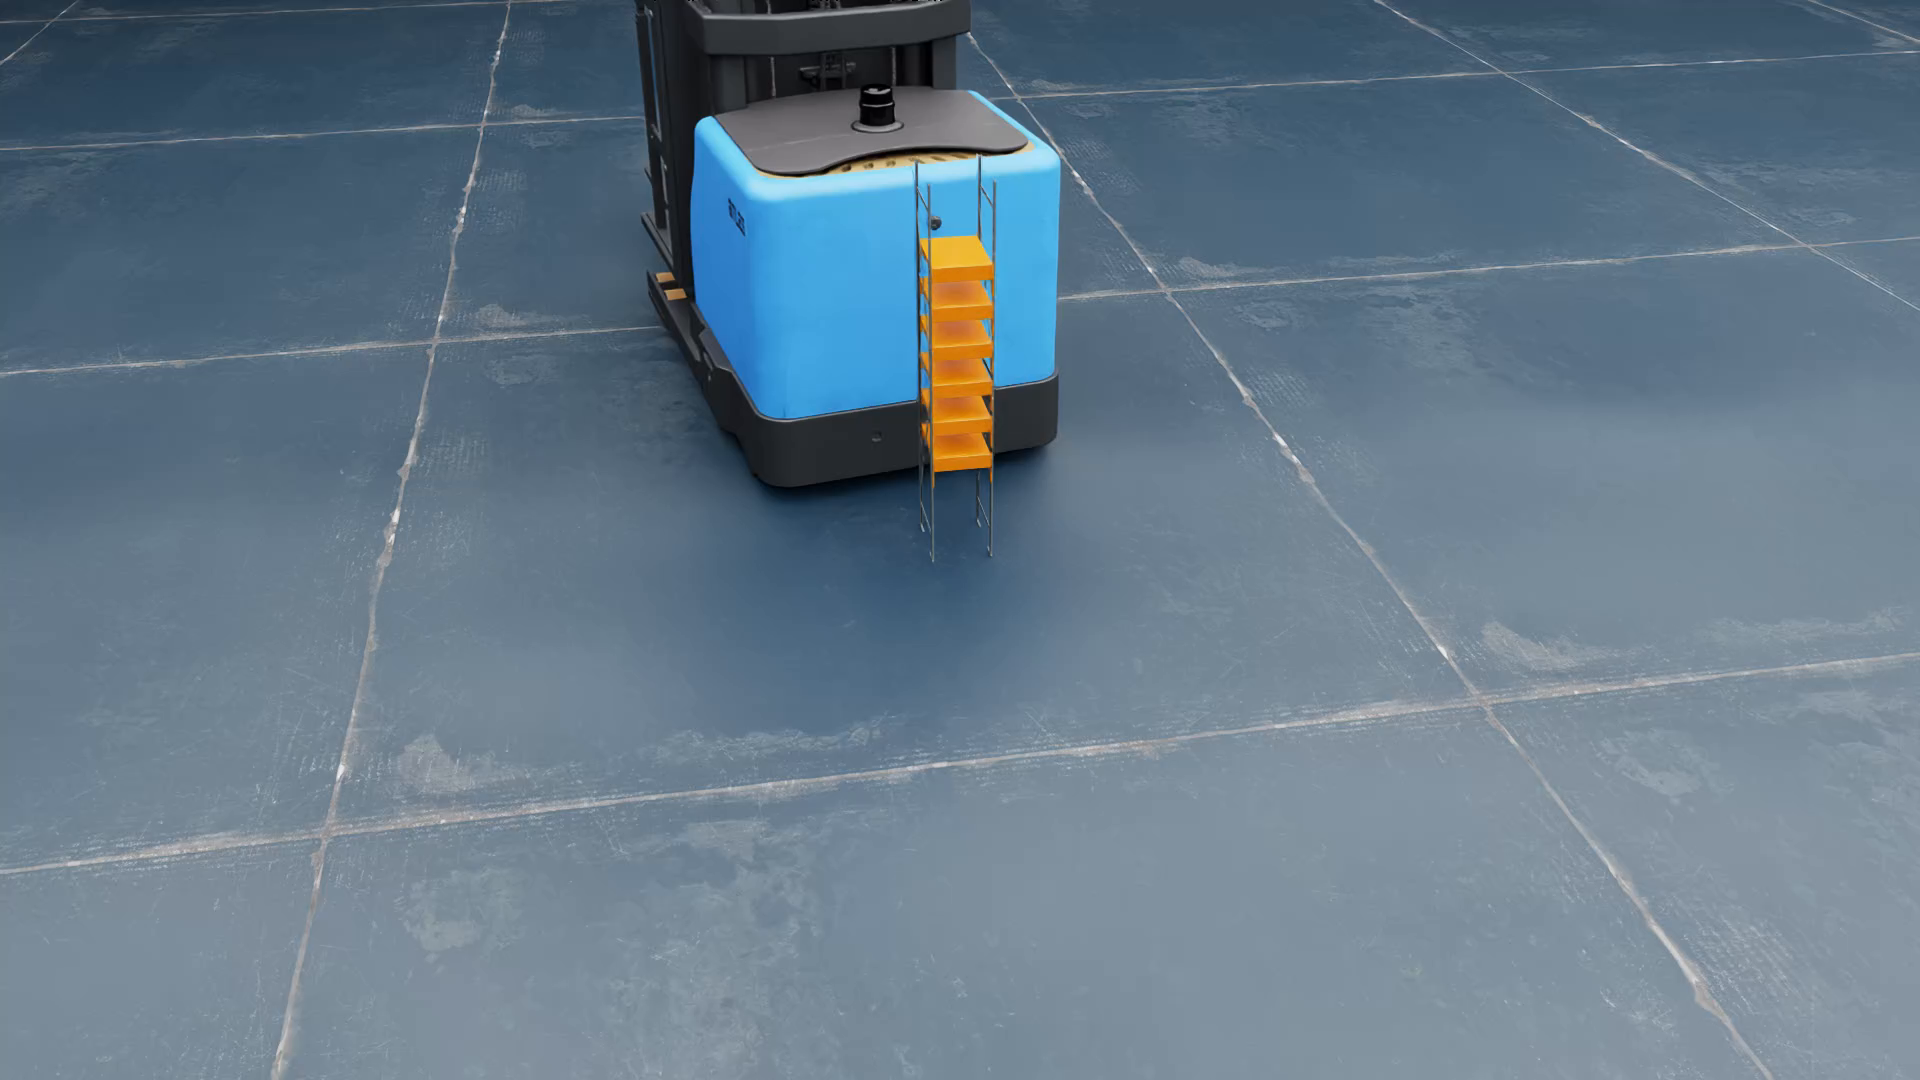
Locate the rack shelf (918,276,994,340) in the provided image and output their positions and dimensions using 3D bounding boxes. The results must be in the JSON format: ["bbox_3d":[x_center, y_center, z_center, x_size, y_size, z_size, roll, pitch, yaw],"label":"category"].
[{"bbox_3d":[-0.014,-0.684,4.844,0.180,0.103,0.258,-5,31,-9],"label":"rack shelf"}]

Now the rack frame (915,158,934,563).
[{"bbox_3d":[-0.104,-0.508,4.929,0.006,1.200,0.240,-5,31,-9],"label":"rack frame"}]

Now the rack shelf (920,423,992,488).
[{"bbox_3d":[-0.014,-0.271,5.088,0.180,0.103,0.258,-5,31,-9],"label":"rack shelf"}]

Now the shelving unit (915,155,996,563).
[{"bbox_3d":[-0.014,-0.516,4.944,0.189,1.200,0.258,-5,31,-9],"label":"shelving unit"}]

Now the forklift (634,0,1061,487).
[{"bbox_3d":[-0.643,-2.168,6.046,1.130,2.935,3.031,-10,32,-17],"label":"forklift"}]

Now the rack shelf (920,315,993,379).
[{"bbox_3d":[-0.014,-0.581,4.905,0.180,0.103,0.258,-5,31,-9],"label":"rack shelf"}]

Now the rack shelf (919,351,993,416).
[{"bbox_3d":[-0.014,-0.478,4.966,0.180,0.103,0.258,-5,31,-9],"label":"rack shelf"}]

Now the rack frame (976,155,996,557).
[{"bbox_3d":[0.076,-0.524,4.958,0.006,1.200,0.240,-5,31,-9],"label":"rack frame"}]

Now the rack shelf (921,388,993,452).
[{"bbox_3d":[-0.014,-0.374,5.027,0.180,0.103,0.258,-5,31,-9],"label":"rack shelf"}]

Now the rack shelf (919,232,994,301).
[{"bbox_3d":[-0.014,-0.788,4.784,0.180,0.103,0.258,-5,31,-9],"label":"rack shelf"}]
